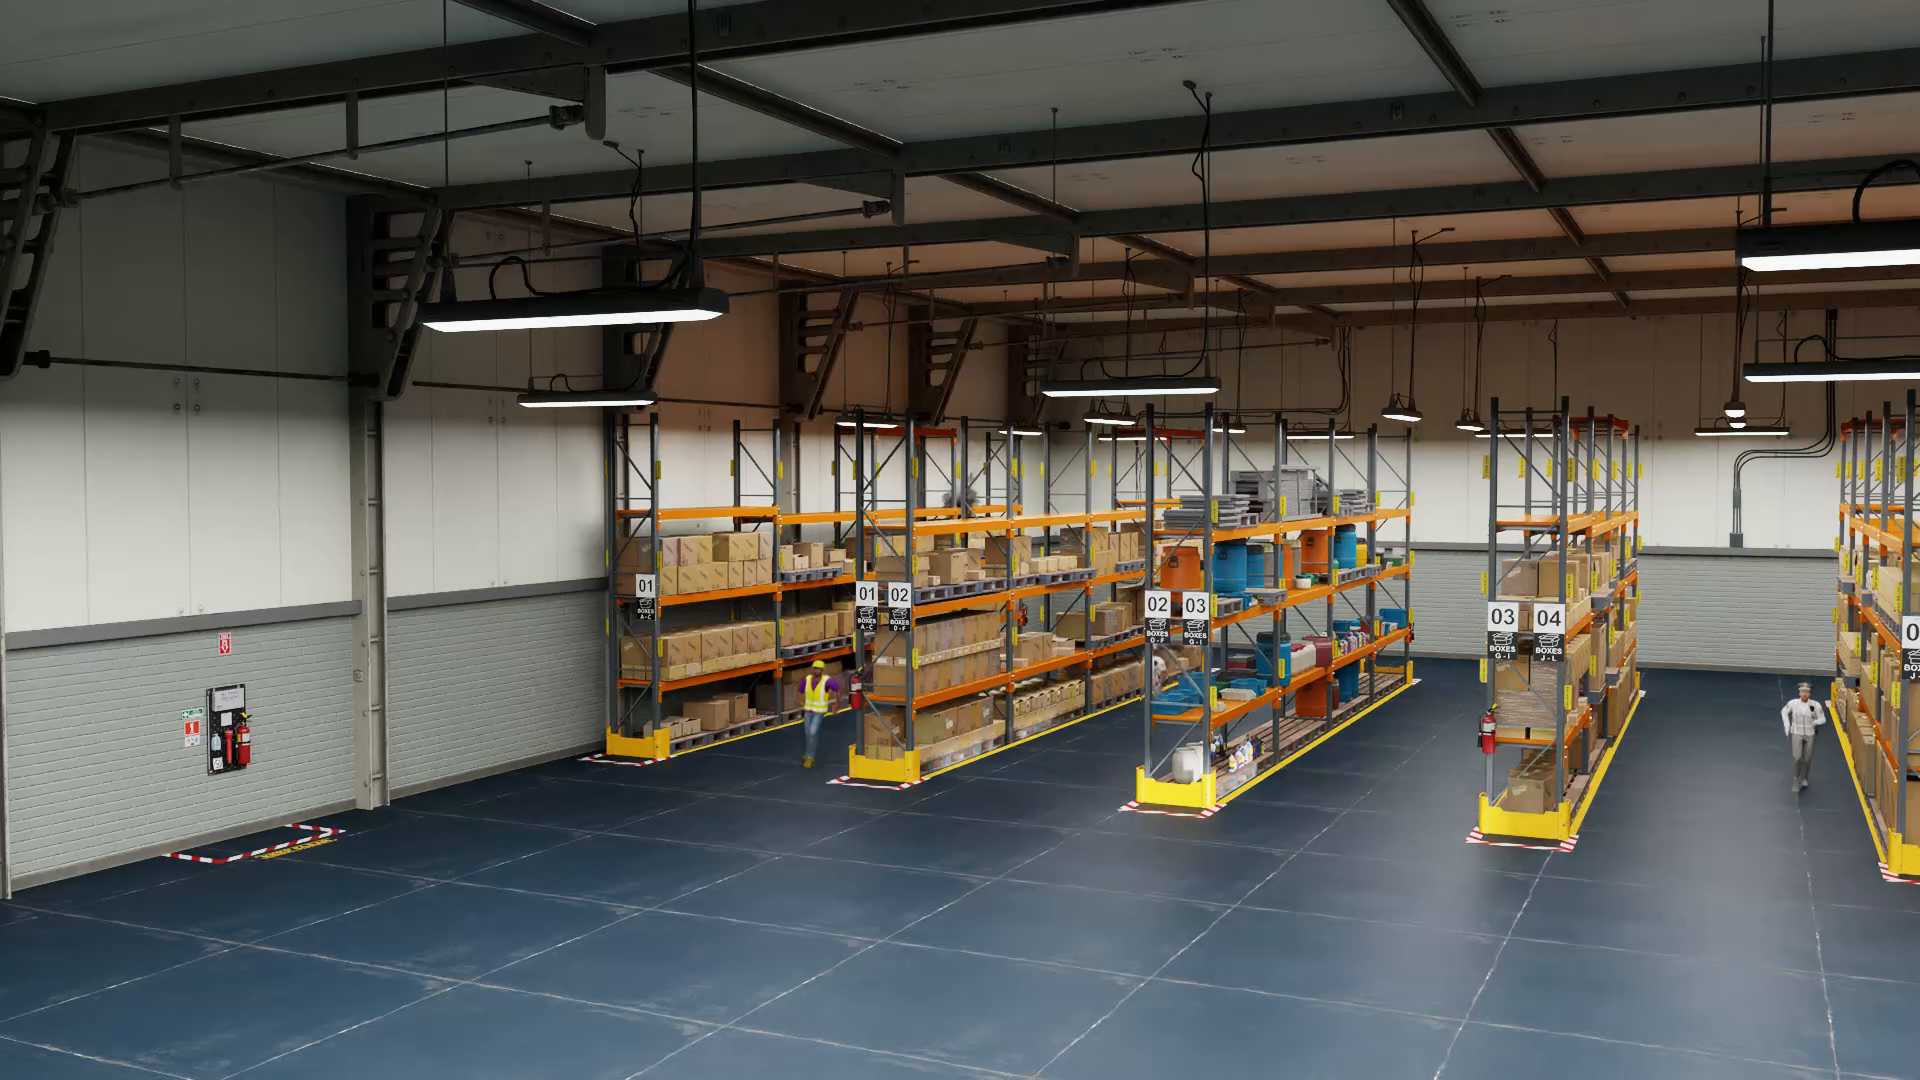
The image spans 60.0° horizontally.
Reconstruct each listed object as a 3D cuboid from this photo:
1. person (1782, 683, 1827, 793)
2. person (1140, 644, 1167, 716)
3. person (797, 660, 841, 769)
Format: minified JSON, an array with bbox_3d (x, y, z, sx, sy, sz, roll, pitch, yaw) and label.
[{"bbox_3d":[13.149,3.088,25.903,0.605,1.736,0.717,1,3,22],"label":"person"},{"bbox_3d":[3.737,2.833,32.233,0.552,1.698,0.982,1,2,15],"label":"person"},{"bbox_3d":[-2.440,2.875,28.200,0.743,1.694,0.806,1,3,18],"label":"person"}]
